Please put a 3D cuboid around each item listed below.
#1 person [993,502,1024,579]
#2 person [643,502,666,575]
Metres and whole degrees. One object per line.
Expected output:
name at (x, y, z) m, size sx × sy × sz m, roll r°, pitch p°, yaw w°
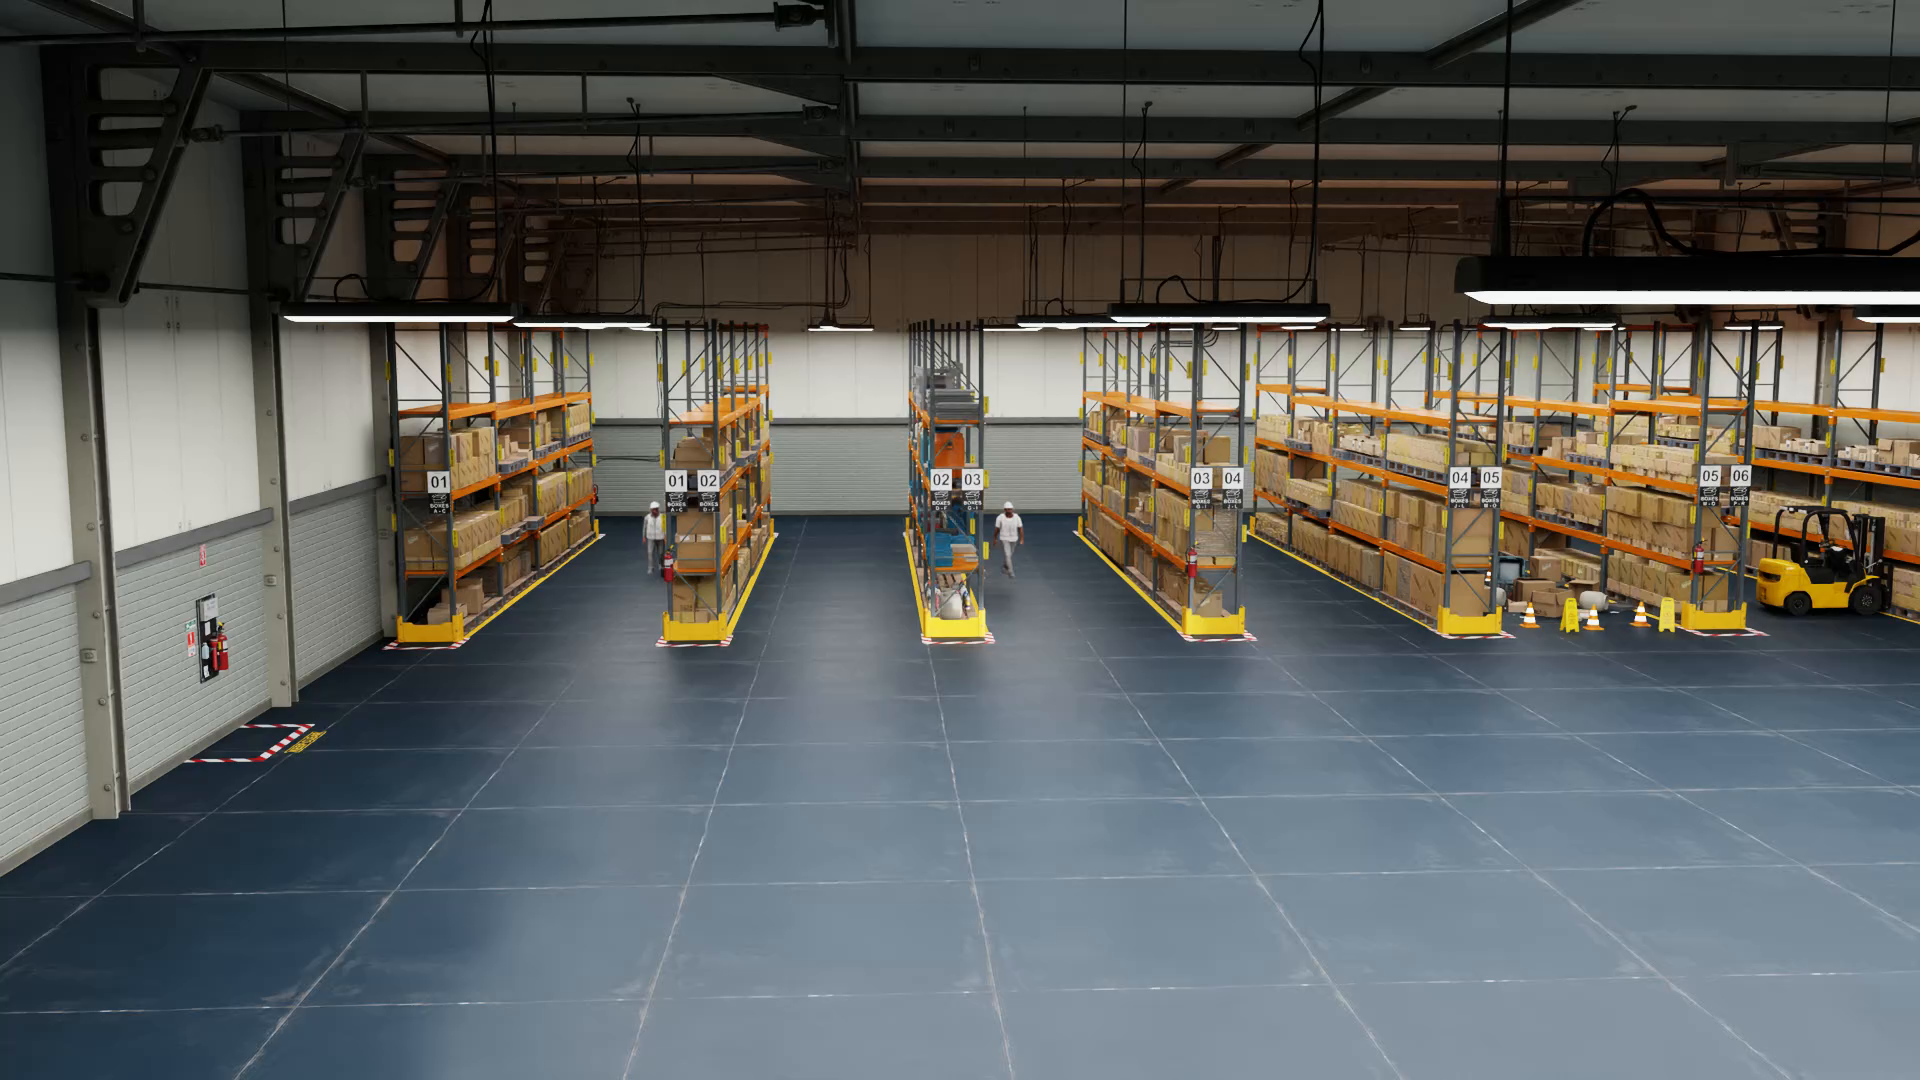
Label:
person at (1.120, -0.010, 37.214) m, size 0.599 × 1.705 × 1.071 m, roll -3°, pitch 8°, yaw -21°
person at (-7.307, -0.056, 39.806) m, size 0.626 × 1.716 × 1.072 m, roll 0°, pitch 7°, yaw -2°
